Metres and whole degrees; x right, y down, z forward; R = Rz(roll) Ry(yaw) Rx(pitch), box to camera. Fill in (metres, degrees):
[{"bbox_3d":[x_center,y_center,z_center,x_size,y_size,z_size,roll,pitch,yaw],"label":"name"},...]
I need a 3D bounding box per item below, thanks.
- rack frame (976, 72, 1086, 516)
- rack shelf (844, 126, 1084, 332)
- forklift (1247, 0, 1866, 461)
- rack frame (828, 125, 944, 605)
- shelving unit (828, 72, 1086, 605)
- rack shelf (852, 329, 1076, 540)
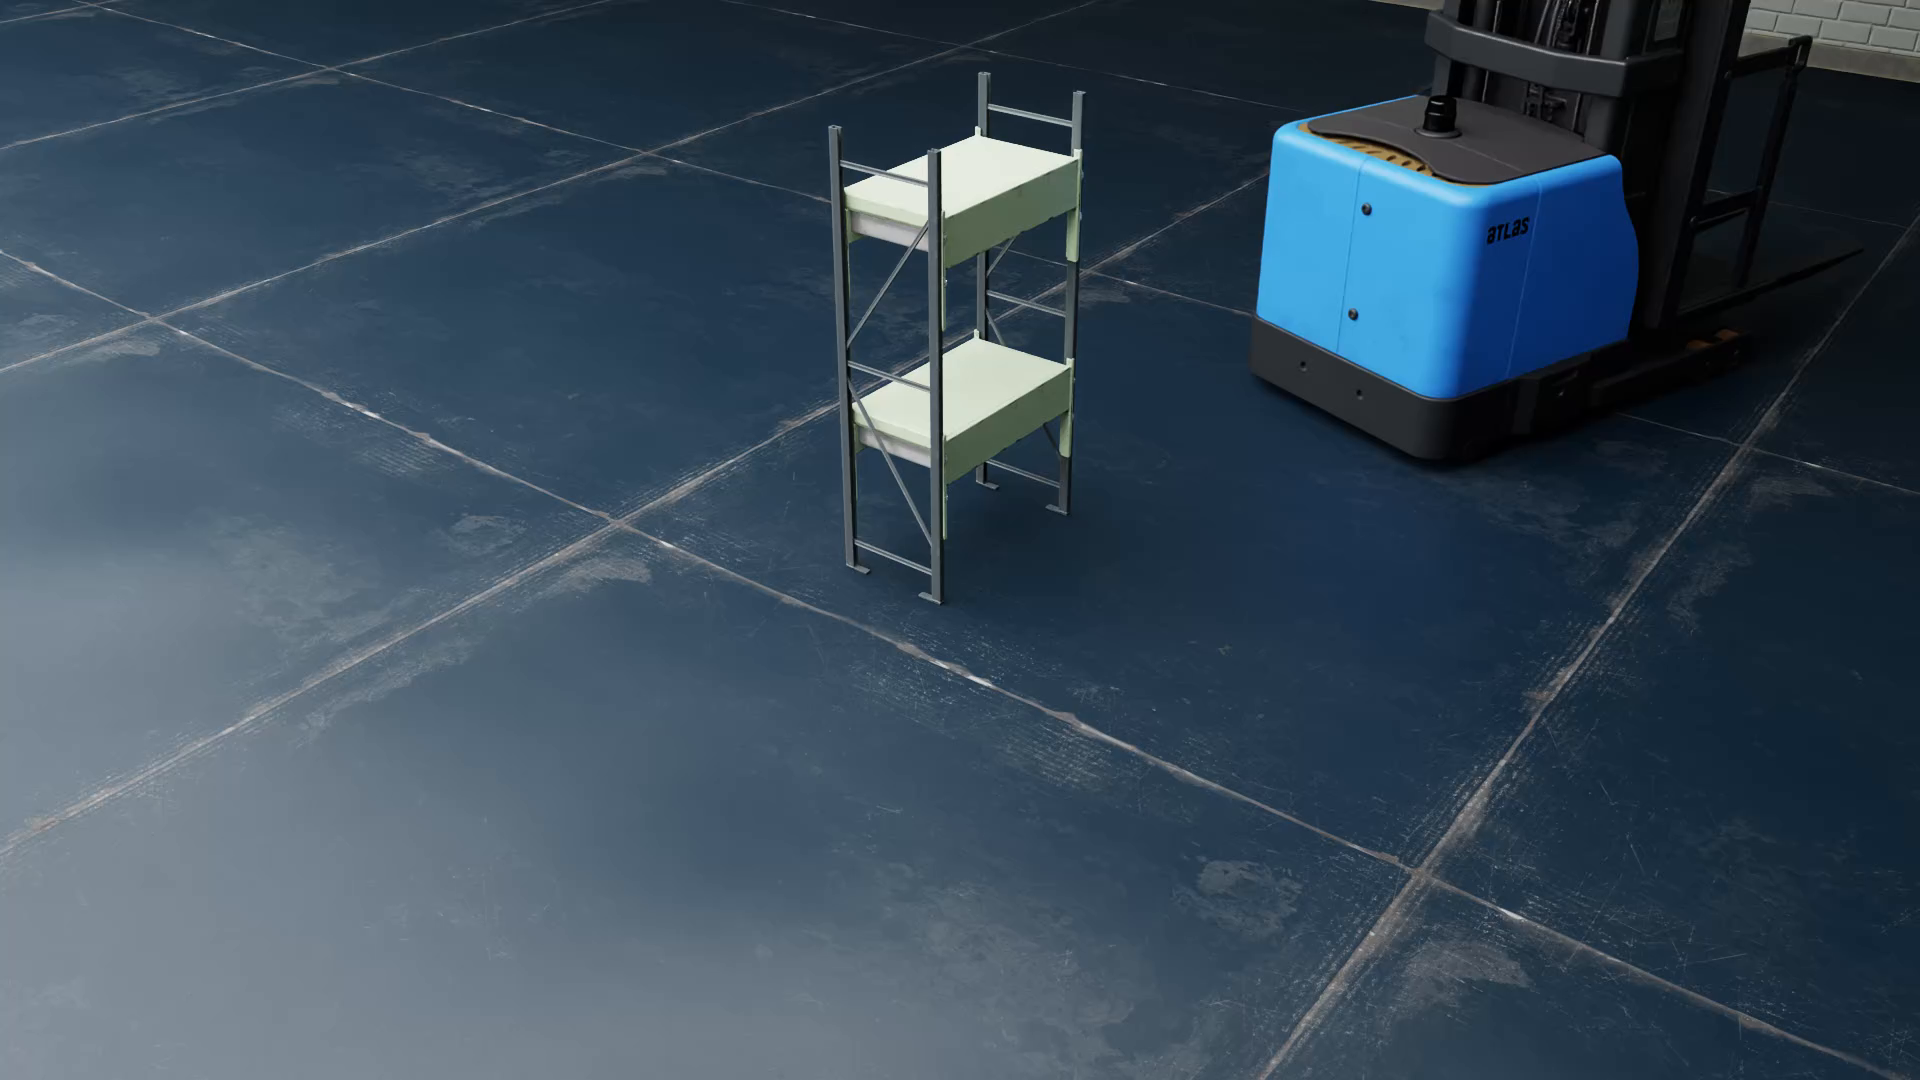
[{"bbox_3d":[0.225,-0.797,5.623,0.400,1.500,0.023,21,37,31],"label":"rack frame"},{"bbox_3d":[0.004,-0.984,5.173,0.431,0.370,0.720,21,37,31],"label":"rack shelf"},{"bbox_3d":[2.685,-2.122,6.456,3.031,2.935,1.130,-19,35,-28],"label":"forklift"},{"bbox_3d":[-0.217,-0.499,5.121,0.400,1.500,0.023,21,37,31],"label":"rack frame"},{"bbox_3d":[0.004,-0.648,5.372,0.431,1.500,0.755,21,37,31],"label":"shelving unit"},{"bbox_3d":[0.004,-0.367,5.538,0.431,0.370,0.720,21,37,31],"label":"rack shelf"}]
